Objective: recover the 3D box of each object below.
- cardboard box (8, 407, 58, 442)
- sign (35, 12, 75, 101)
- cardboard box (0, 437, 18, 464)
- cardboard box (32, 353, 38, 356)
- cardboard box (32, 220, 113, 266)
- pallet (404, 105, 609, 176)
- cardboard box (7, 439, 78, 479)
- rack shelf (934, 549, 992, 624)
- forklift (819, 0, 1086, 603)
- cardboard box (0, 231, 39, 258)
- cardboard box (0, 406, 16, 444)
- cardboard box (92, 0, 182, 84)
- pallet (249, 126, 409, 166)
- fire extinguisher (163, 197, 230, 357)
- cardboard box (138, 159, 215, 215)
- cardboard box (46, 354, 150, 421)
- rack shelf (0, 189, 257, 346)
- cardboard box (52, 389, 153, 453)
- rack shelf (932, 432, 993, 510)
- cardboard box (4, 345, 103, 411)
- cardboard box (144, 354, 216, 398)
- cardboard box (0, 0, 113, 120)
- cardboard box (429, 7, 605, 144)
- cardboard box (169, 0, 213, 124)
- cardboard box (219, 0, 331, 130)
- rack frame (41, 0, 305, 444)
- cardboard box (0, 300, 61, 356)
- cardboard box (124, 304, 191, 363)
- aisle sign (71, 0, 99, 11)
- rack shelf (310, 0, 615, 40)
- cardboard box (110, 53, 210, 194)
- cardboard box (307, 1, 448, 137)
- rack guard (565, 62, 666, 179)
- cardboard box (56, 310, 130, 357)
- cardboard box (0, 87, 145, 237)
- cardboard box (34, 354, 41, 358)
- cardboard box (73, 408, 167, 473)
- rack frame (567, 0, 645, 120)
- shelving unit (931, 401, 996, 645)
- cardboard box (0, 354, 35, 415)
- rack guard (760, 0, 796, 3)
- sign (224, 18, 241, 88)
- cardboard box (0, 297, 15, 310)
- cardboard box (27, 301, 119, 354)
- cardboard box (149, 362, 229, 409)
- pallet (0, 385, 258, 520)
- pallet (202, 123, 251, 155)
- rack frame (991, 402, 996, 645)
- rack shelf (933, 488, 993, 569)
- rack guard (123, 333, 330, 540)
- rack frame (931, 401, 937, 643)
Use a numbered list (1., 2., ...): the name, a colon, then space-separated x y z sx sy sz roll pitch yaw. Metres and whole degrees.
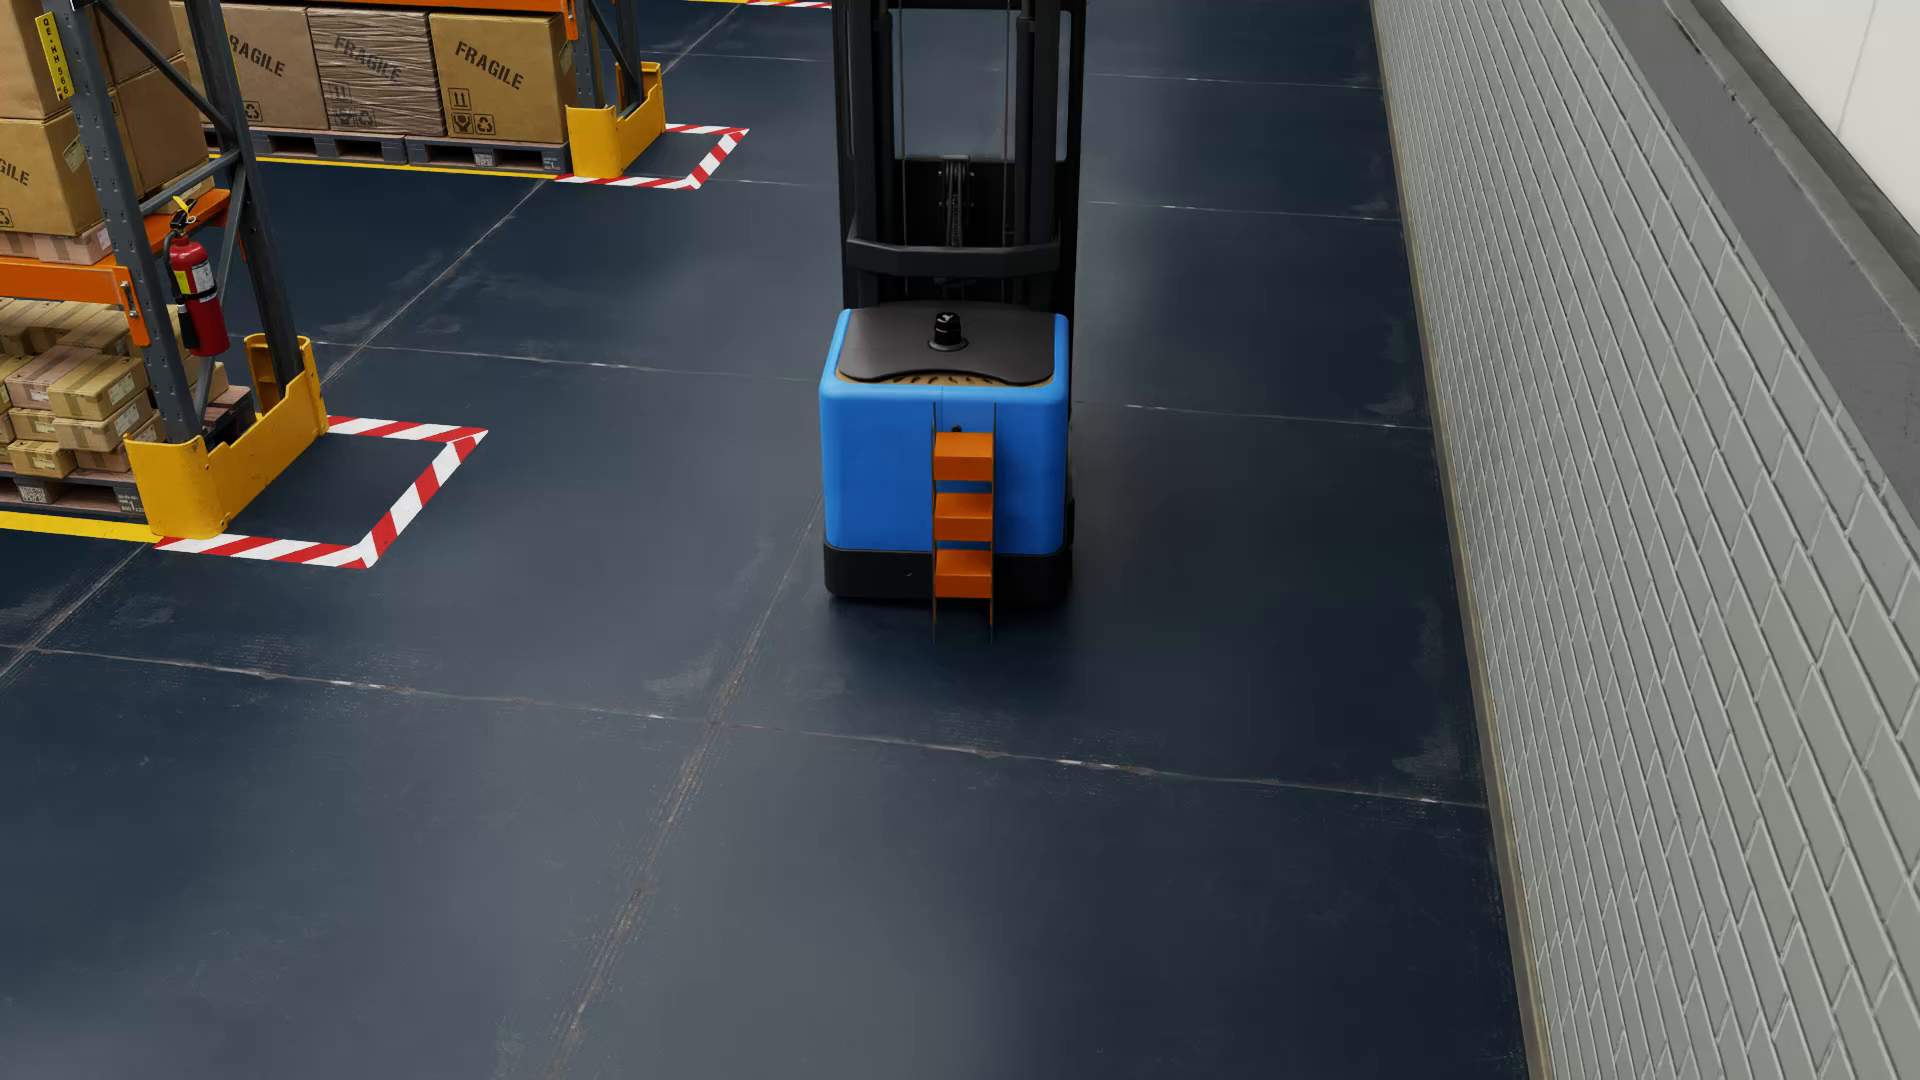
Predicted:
1. cardboard box: -4.291 -0.625 7.933 0.250 0.149 0.380 4 32 7
2. sign: -3.587 -1.917 6.596 0.005 0.325 0.100 5 32 8
3. cardboard box: -4.545 -0.526 8.055 0.250 0.149 0.380 5 32 8
4. cardboard box: -4.699 -0.966 8.477 0.250 0.149 0.380 6 33 10
5. cardboard box: -3.843 -1.355 7.325 0.250 0.149 0.380 5 32 8
6. pallet: -3.342 -3.014 12.366 1.213 0.211 1.003 5 32 8
7. cardboard box: -4.299 -0.458 7.945 0.250 0.149 0.380 6 33 10
8. rack shelf: 0.015 0.188 7.004 0.240 0.259 0.215 1 32 2
9. forklift: 0.009 -1.723 7.740 1.130 2.935 3.031 2 32 3
10. cardboard box: -4.082 -1.397 7.391 0.250 0.149 0.380 5 32 8
11. cardboard box: -4.555 -0.619 7.923 0.250 0.149 0.380 4 32 6
12. cardboard box: -3.872 -2.352 7.363 0.500 0.500 0.500 5 32 8
13. pallet: -4.541 -3.124 12.542 1.213 0.211 1.003 5 32 8
14. fire extinguisher: -3.304 -1.126 7.145 0.183 0.674 0.296 5 32 8
15. cardboard box: -3.738 -1.674 7.834 0.250 0.149 0.380 5 32 8
16. cardboard box: -4.039 -0.717 7.798 0.250 0.149 0.380 6 32 9
17. rack shelf: -5.446 -1.454 7.924 4.000 0.370 1.077 5 32 8
18. cardboard box: -4.043 -0.574 7.850 0.250 0.149 0.380 4 32 7
19. rack shelf: 0.015 -0.288 6.706 0.240 0.259 0.215 1 32 2
20. cardboard box: -4.277 -0.769 7.882 0.250 0.149 0.380 6 33 9
21. cardboard box: -3.948 -0.857 8.303 0.250 0.149 0.380 6 33 10
22. cardboard box: -3.967 -2.083 6.934 0.500 0.500 0.500 5 32 7
23. cardboard box: -3.185 -3.458 12.054 0.875 0.875 0.875 5 32 8
24. cardboard box: -5.846 -3.699 12.439 0.875 0.875 0.875 5 32 8
25. cardboard box: -4.959 -3.619 12.311 0.875 0.875 0.875 5 32 8
26. rack frame: -3.474 -1.580 7.448 0.127 3.000 1.000 5 32 8
27. cardboard box: -4.711 -1.057 8.341 0.250 0.149 0.380 4 32 6
28. cardboard box: -3.934 -1.027 8.293 0.250 0.149 0.380 4 32 6
29. aisle sign: -3.453 -2.519 6.497 0.004 0.787 0.394 5 32 8
30. rack shelf: -4.512 -4.039 12.054 4.000 0.370 1.077 5 32 8
31. cardboard box: -3.870 -1.933 7.637 0.500 0.500 0.500 7 33 11
32. cardboard box: -4.082 -3.539 12.184 0.875 0.875 0.875 5 32 8
33. rack guard: -2.517 -3.104 12.237 0.348 0.500 1.175 5 32 8
34. cardboard box: -4.226 -0.988 8.232 0.250 0.149 0.380 6 33 9
35. cardboard box: -3.961 -1.654 7.191 0.500 0.500 0.500 6 33 9
36. cardboard box: -4.464 -0.887 8.350 0.250 0.149 0.380 6 32 9
37. cardboard box: -4.028 -0.488 7.993 0.250 0.149 0.380 6 32 9
38. rack frame: -2.540 -4.165 11.578 0.127 3.000 1.000 5 32 8
39. shelving unit: 0.015 -0.057 6.851 0.252 1.050 0.215 1 32 2
40. cardboard box: -4.553 -0.726 7.813 0.250 0.149 0.380 4 32 7
41. rack guard: -1.681 -5.701 16.387 0.348 0.500 1.175 5 32 8
42. sign: -3.383 -2.231 7.671 0.005 0.325 0.100 5 32 8
43. cardboard box: -4.983 -1.086 8.389 0.250 0.149 0.380 6 33 10
44. cardboard box: -4.452 -1.078 8.375 0.250 0.149 0.380 5 32 8
45. cardboard box: -3.937 -0.764 8.435 0.250 0.149 0.380 6 33 9
46. pallet: -4.344 -0.496 8.344 1.213 0.211 1.003 5 32 8
47. pallet: -5.747 -3.232 12.714 1.213 0.211 1.003 5 32 8
48. rack frame: 0.137 -0.054 6.847 0.008 1.050 0.200 1 32 2
49. rack shelf: 0.015 -0.048 6.857 0.240 0.259 0.215 1 32 2
50. rack guard: -3.549 -0.528 8.122 0.348 0.500 1.175 5 32 8
51. rack frame: -0.107 -0.059 6.855 0.008 1.050 0.200 1 32 2
